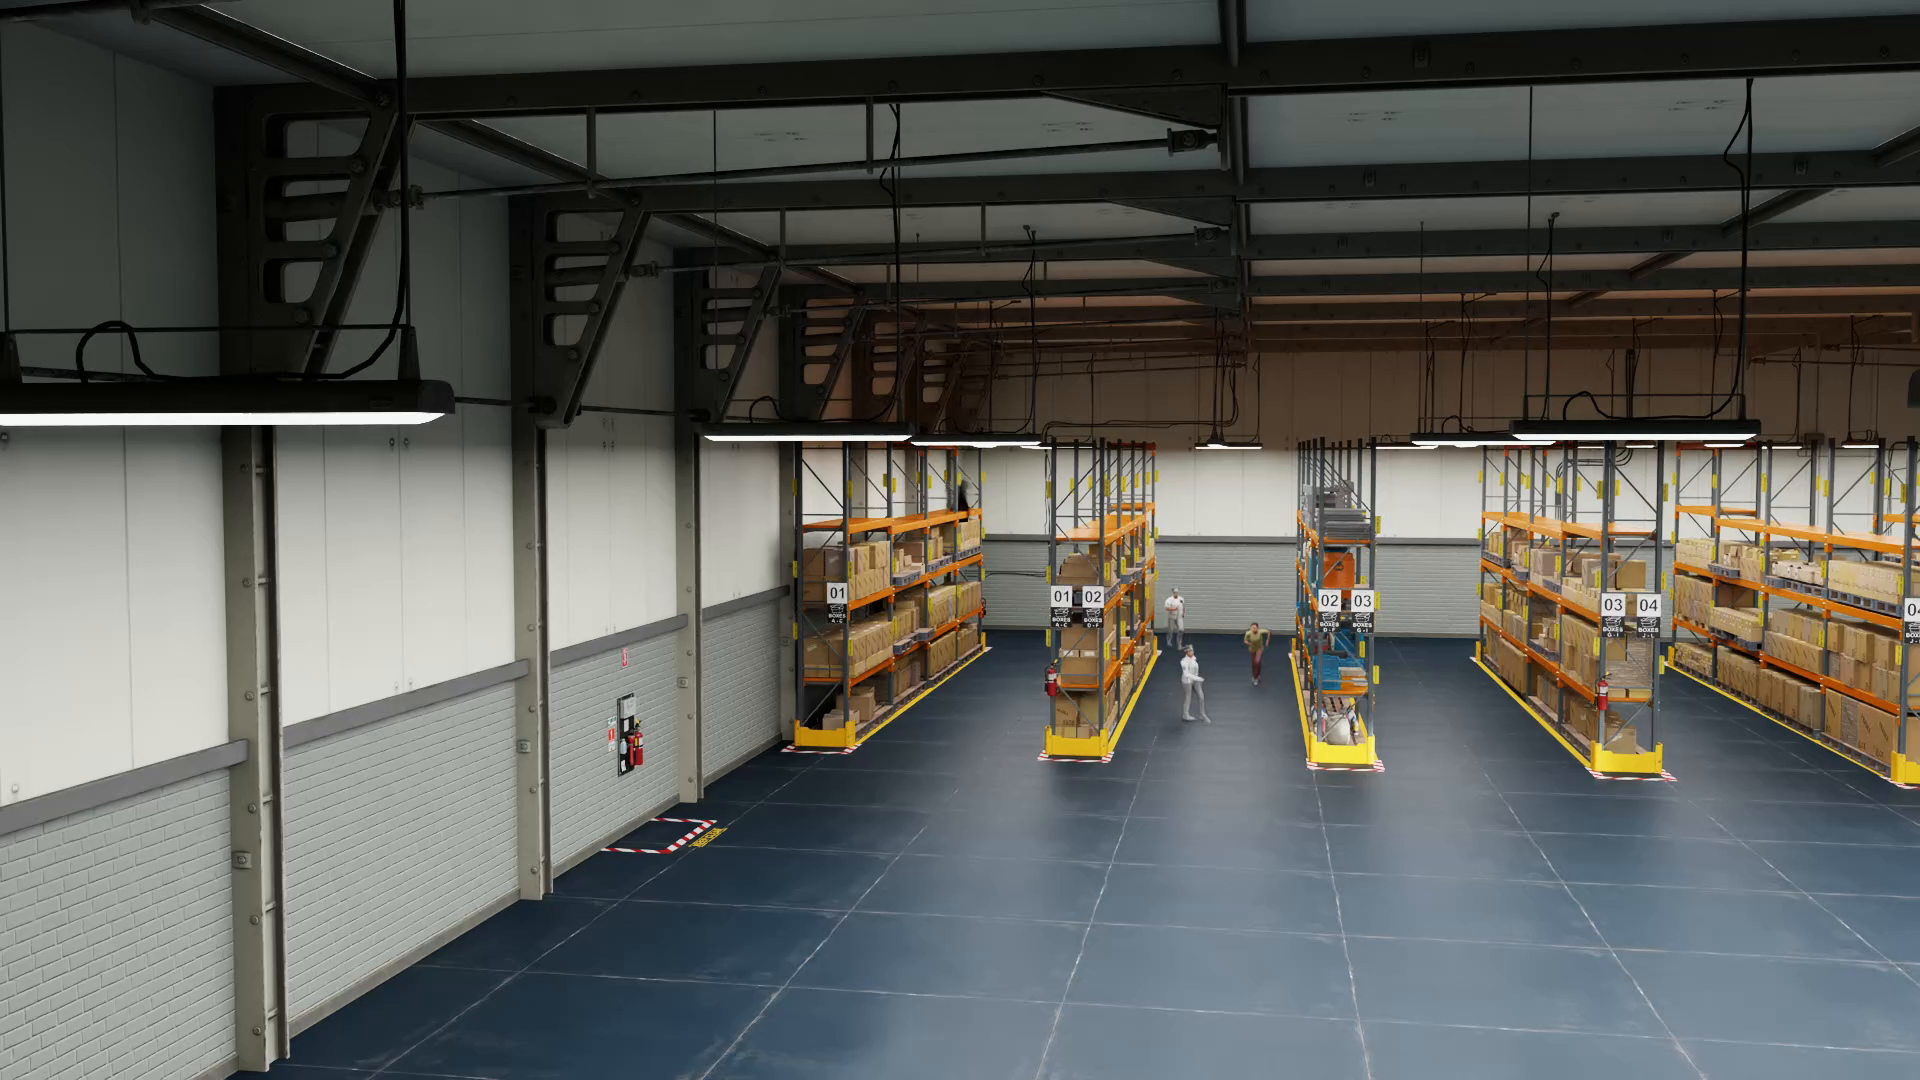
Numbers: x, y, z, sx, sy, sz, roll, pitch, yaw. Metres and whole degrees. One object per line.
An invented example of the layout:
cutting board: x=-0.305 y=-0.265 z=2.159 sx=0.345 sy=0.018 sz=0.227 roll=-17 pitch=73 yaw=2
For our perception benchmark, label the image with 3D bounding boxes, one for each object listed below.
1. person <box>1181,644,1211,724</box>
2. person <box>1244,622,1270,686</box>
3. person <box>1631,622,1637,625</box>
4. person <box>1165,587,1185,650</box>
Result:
person: x=4.888 y=3.025 z=35.070 sx=0.593 sy=1.684 sz=0.699 roll=-2 pitch=4 yaw=-33
person: x=7.325 y=2.791 z=41.031 sx=0.623 sy=1.607 sz=0.940 roll=1 pitch=3 yaw=15
person: x=17.805 y=2.576 z=44.450 sx=0.644 sy=1.620 sz=0.849 roll=2 pitch=4 yaw=38
person: x=6.255 y=2.291 z=48.324 sx=0.650 sy=1.840 sz=0.865 roll=-1 pitch=3 yaw=-12
